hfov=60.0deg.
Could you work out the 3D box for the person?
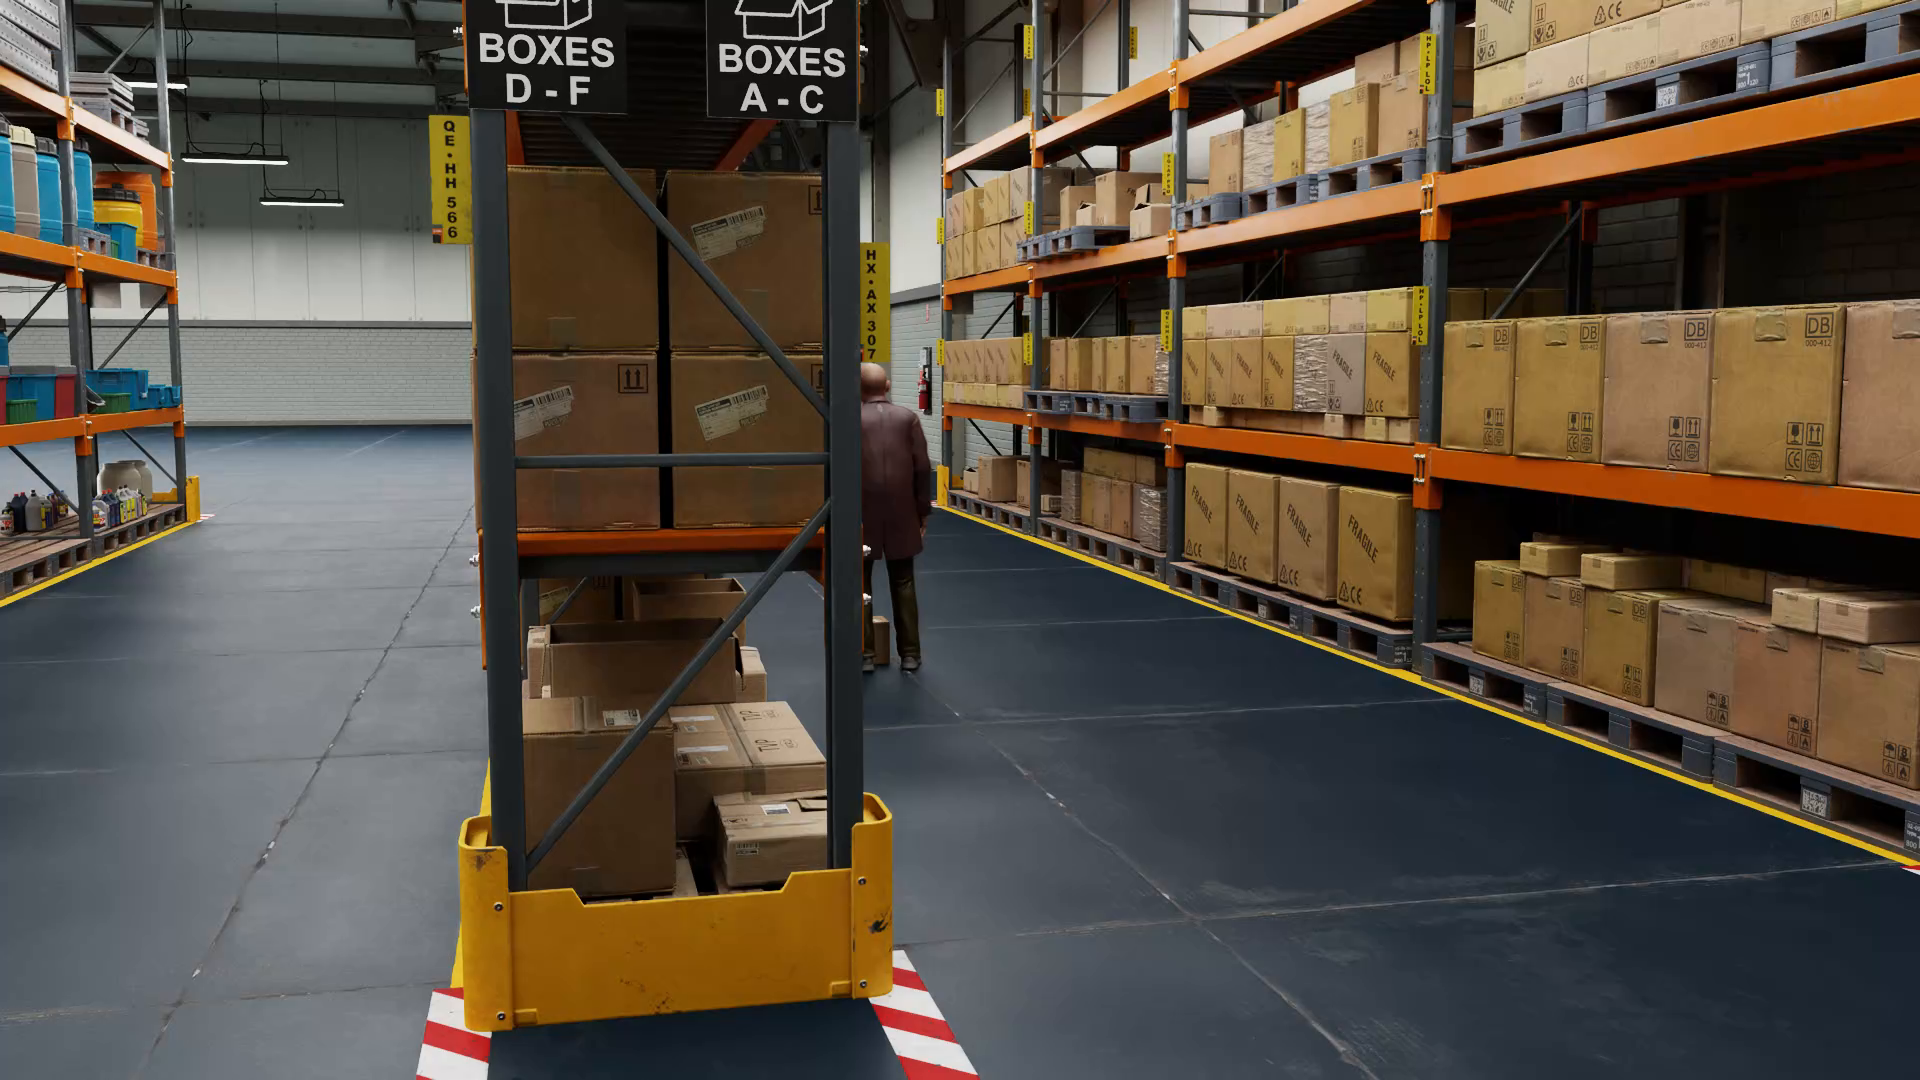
[{"bbox_3d":[-0.476,-0.134,9.662,0.643,1.774,0.424,-1,6,-14],"label":"person"}]
